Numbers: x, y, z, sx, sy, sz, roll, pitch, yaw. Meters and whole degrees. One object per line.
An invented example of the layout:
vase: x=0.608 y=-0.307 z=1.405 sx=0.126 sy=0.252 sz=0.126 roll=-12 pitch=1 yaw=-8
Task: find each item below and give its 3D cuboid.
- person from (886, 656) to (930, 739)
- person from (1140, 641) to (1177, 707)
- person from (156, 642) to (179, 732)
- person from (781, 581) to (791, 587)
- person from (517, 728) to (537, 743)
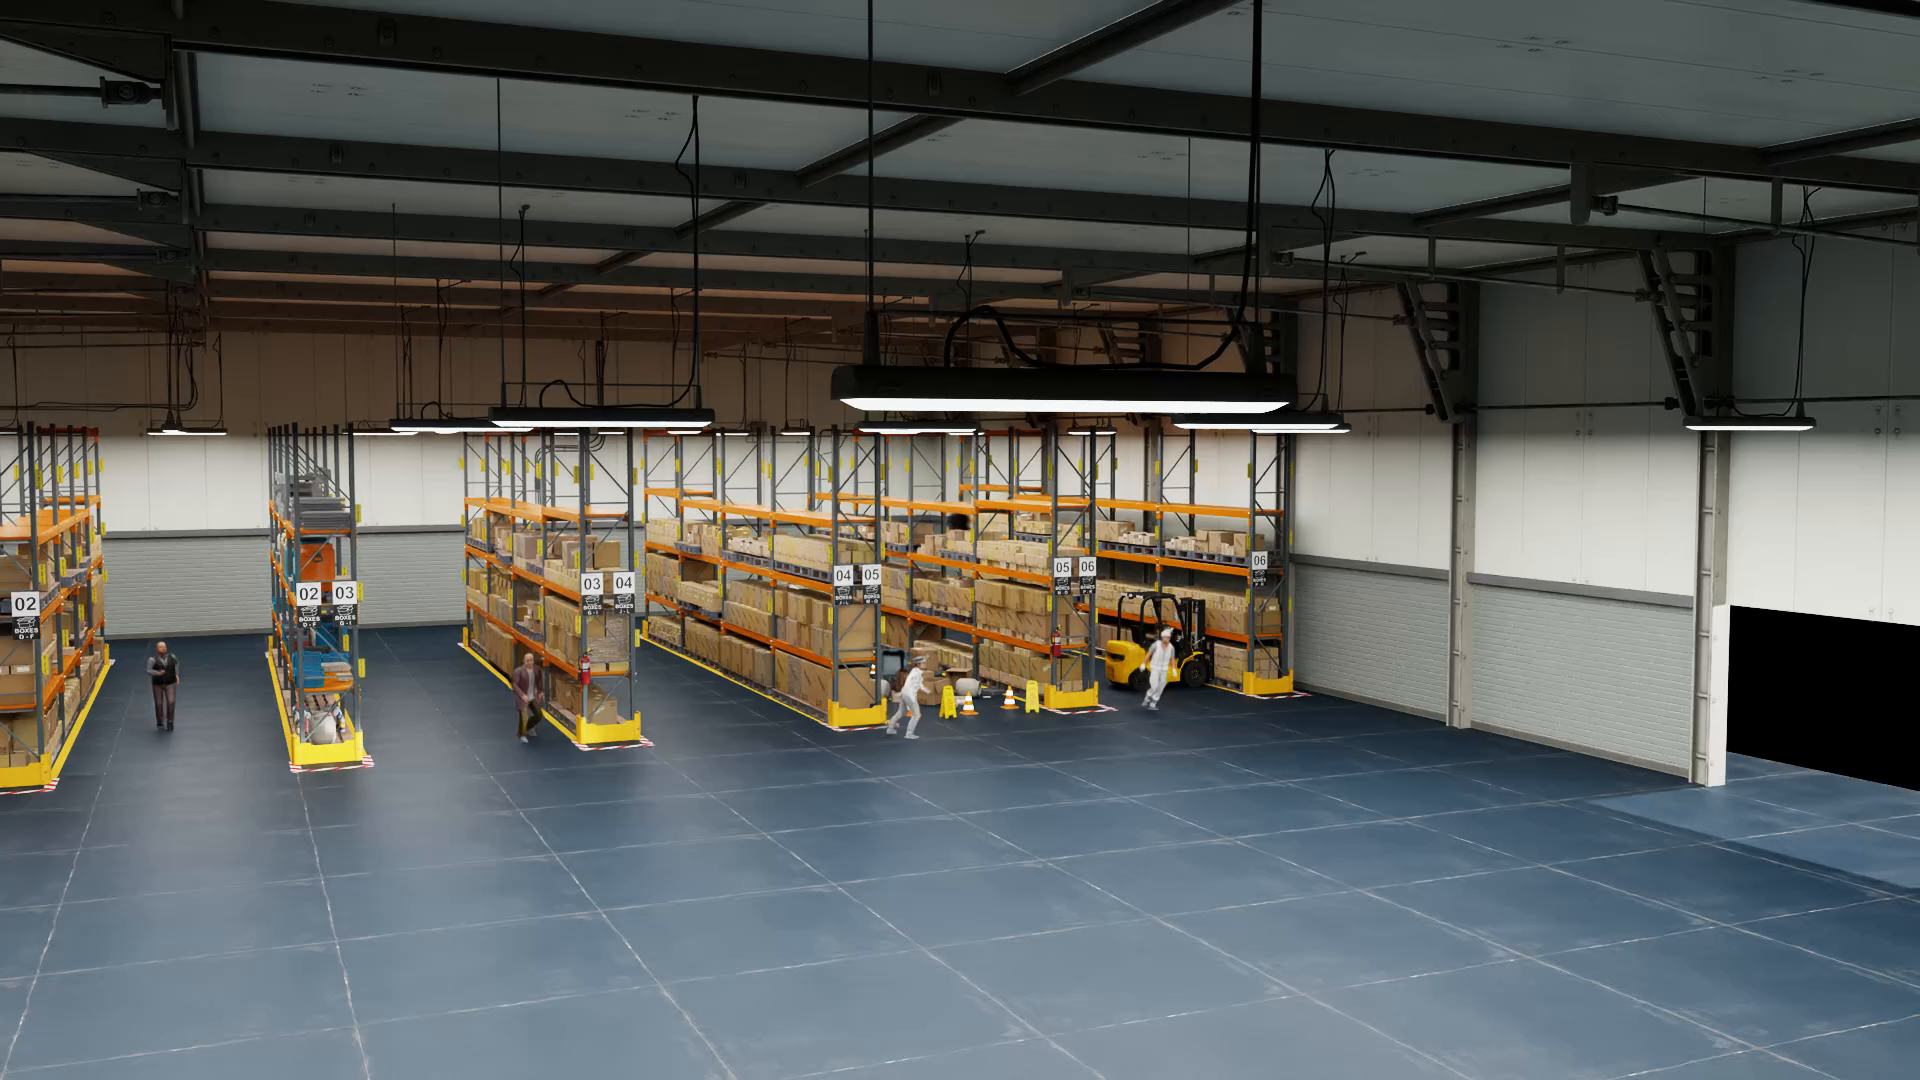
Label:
person: x=-0.983 y=2.994 z=31.772 sx=0.847 sy=1.603 sz=0.582 roll=0 pitch=4 yaw=-6
person: x=4.166 y=2.805 z=34.818 sx=0.660 sy=1.457 sz=0.549 roll=-1 pitch=4 yaw=-19
person: x=-15.556 y=2.875 z=32.613 sx=0.464 sy=1.774 sz=0.831 roll=-2 pitch=4 yaw=-30
person: x=-5.194 y=1.531 z=50.593 sx=0.632 sy=0.732 sz=0.632 roll=-3 pitch=5 yaw=-39
person: x=-8.179 y=3.655 z=31.563 sx=0.412 sy=0.327 sz=0.394 roll=-3 pitch=5 yaw=-39
